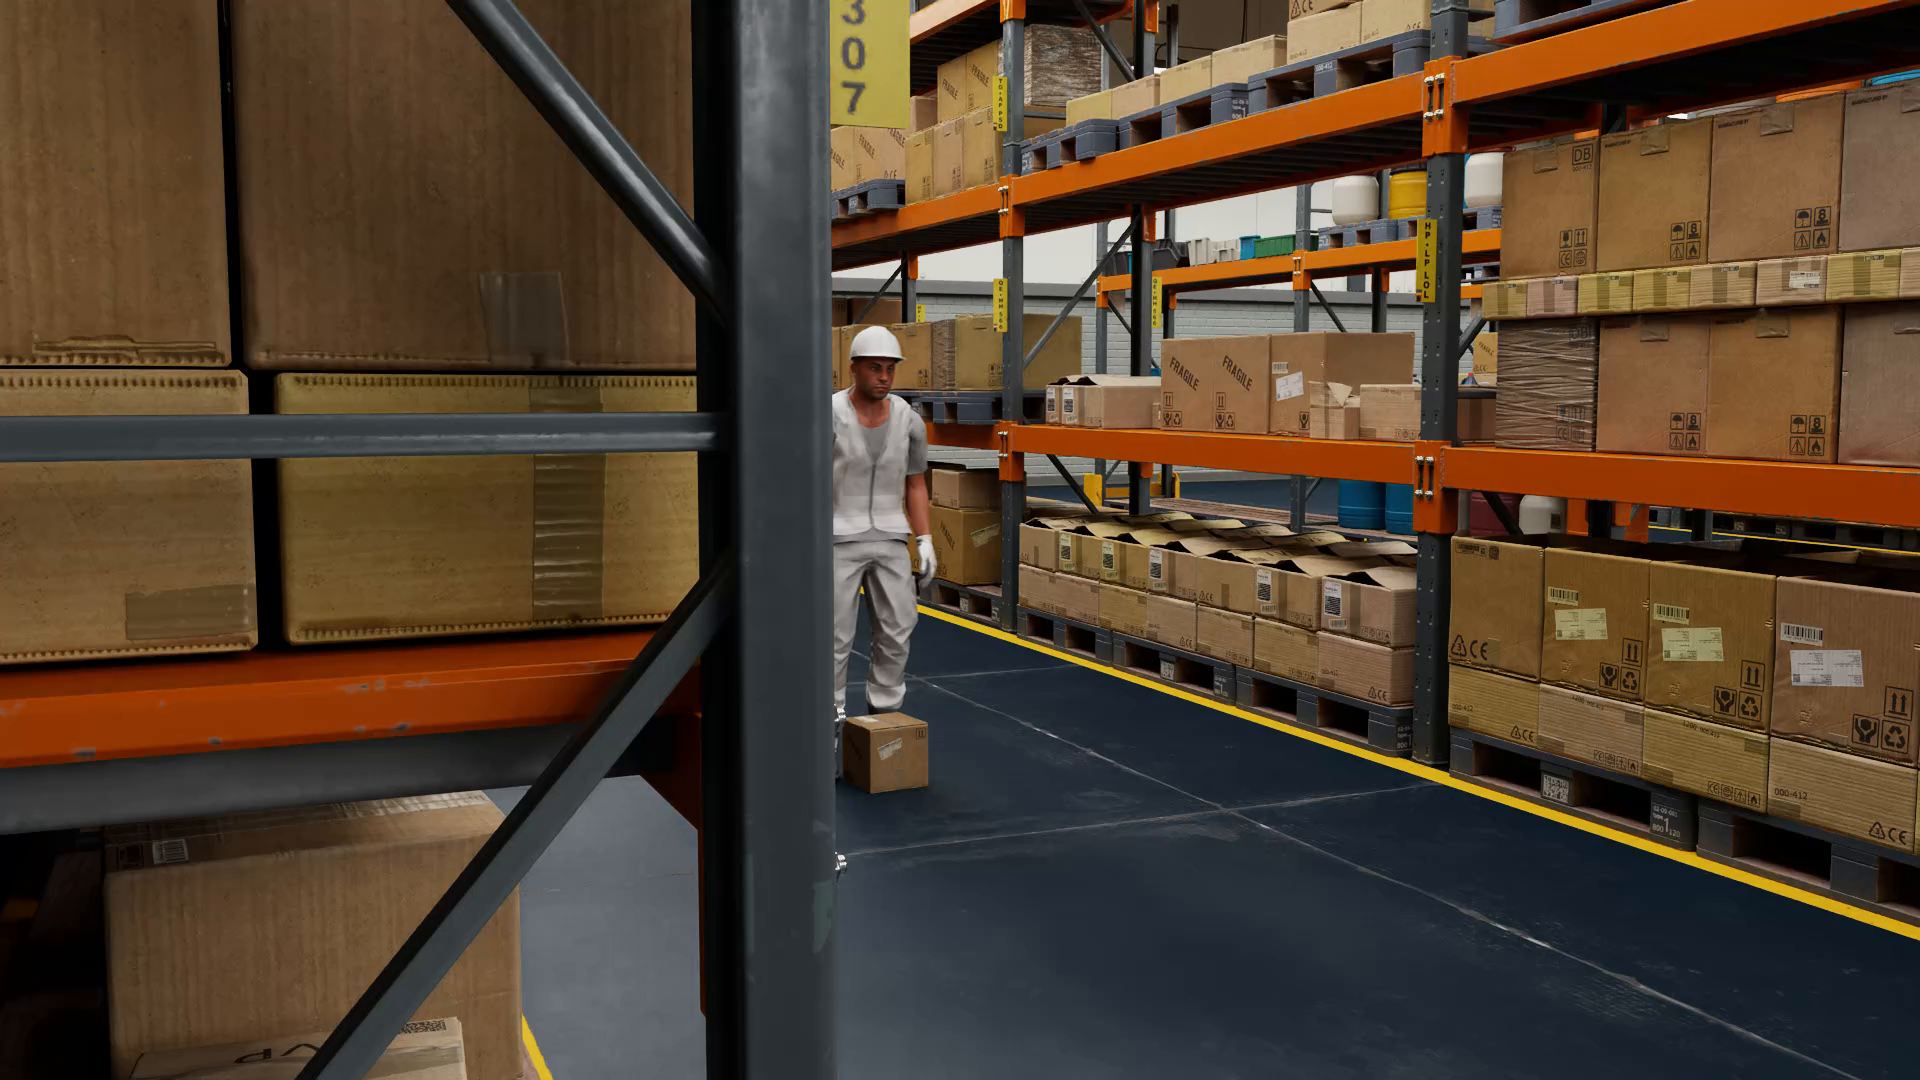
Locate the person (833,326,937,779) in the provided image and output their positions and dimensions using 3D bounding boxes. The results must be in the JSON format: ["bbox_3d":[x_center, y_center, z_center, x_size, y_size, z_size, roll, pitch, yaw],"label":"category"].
[{"bbox_3d":[-0.376,0.048,6.613,0.609,1.776,0.454,-2,6,-24],"label":"person"}]
